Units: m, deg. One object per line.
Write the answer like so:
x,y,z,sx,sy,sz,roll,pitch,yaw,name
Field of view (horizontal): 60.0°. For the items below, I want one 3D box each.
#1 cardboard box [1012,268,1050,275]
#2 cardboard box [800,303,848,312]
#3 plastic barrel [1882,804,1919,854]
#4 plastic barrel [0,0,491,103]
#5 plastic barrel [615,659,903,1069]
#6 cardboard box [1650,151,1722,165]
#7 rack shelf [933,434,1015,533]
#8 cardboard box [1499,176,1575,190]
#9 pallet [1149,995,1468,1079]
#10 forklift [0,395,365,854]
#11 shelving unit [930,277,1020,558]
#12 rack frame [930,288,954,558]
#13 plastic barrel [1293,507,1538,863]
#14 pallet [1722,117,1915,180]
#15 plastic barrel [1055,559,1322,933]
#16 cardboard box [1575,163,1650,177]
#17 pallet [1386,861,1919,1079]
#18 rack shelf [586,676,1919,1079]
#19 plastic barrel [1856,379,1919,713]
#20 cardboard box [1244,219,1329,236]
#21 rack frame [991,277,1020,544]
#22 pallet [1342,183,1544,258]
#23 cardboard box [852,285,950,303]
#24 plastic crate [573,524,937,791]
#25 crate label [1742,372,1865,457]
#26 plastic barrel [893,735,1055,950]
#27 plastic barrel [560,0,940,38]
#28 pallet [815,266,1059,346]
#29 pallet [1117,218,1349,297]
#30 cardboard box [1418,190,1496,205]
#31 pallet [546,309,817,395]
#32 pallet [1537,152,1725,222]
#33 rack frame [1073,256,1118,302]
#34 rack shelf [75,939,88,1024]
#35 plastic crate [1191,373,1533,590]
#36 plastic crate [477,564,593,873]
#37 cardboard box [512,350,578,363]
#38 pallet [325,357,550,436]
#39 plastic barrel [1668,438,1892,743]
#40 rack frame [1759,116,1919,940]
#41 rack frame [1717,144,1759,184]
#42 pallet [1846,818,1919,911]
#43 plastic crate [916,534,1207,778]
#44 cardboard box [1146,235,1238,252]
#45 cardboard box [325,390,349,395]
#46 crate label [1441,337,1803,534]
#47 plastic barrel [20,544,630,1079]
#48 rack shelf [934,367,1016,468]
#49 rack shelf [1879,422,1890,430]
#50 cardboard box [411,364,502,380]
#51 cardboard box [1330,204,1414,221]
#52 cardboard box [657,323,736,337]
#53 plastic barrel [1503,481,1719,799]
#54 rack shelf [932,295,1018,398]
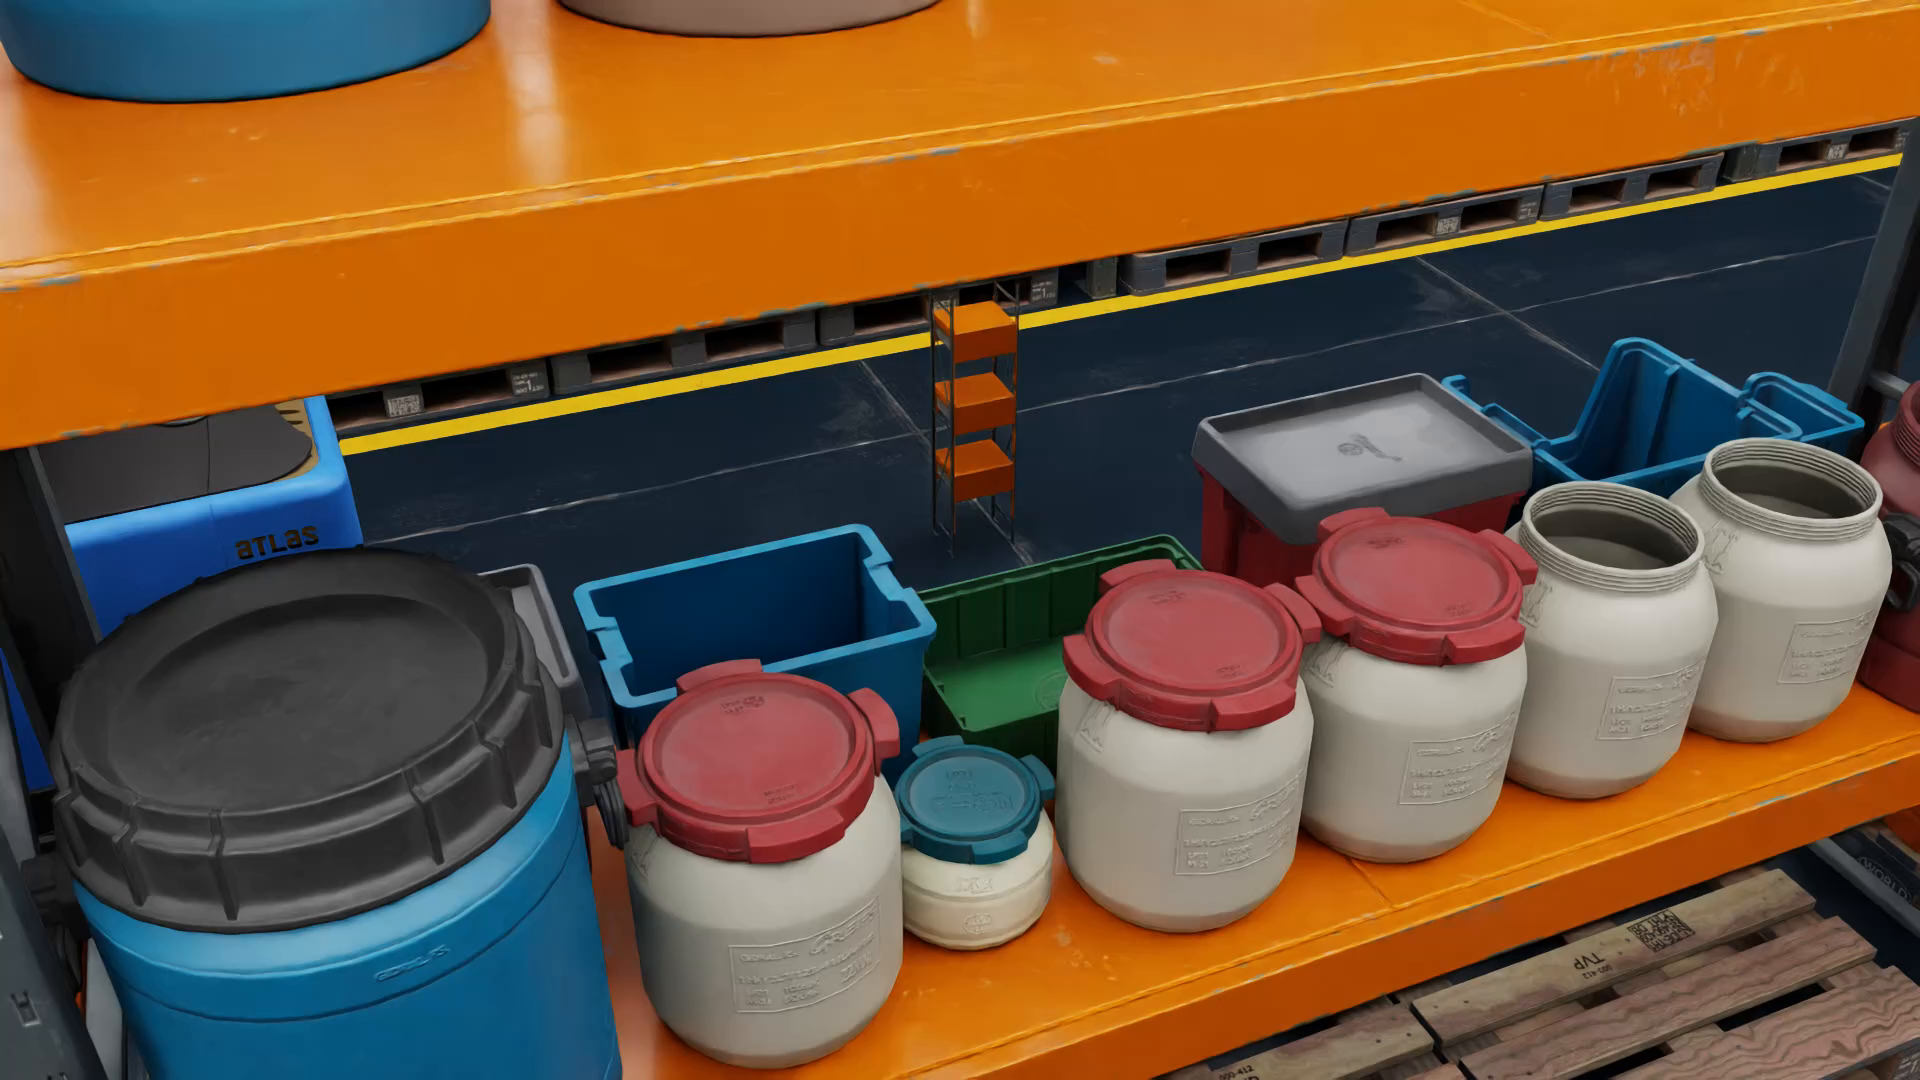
0.116,-1.460,7.880,0.500,0.250,0.500,-12,35,-18,cardboard box
-0.823,-1.245,7.549,0.500,0.250,0.500,-12,35,-18,cardboard box
2.865,0.443,4.423,0.708,0.830,0.600,-13,35,-19,plastic barrel
-0.883,-1.018,1.854,0.708,0.901,0.600,-13,35,-19,plastic barrel
-0.301,0.517,2.580,0.433,0.535,0.433,0,33,0,plastic barrel
3.850,-2.403,9.082,0.500,0.500,0.500,-13,35,-19,cardboard box
0.049,-0.210,6.138,0.240,0.259,0.215,-13,35,-19,rack shelf
2.929,-2.197,8.765,0.500,0.500,0.500,-12,35,-18,cardboard box
0.568,1.390,3.921,1.213,0.211,1.003,-13,35,-19,pallet
-3.248,-0.412,4.195,3.031,2.935,1.130,-14,36,-21,forklift
0.049,-0.451,5.981,0.252,1.050,0.215,-13,35,-19,shelving unit
-0.063,-0.426,5.941,0.008,1.050,0.200,-13,35,-19,rack frame
0.775,0.271,2.959,0.433,0.535,0.433,0,33,0,plastic barrel
4.828,-2.490,9.884,1.213,0.211,1.003,-13,35,-19,pallet
0.376,0.362,2.818,0.433,0.535,0.433,0,33,0,plastic barrel
3.391,-2.303,8.928,0.500,0.500,0.500,-13,35,-19,cardboard box
1.691,1.134,4.313,1.213,0.211,1.003,-13,35,-19,pallet
0.576,0.545,3.321,4.000,0.370,1.077,-13,35,-19,rack shelf
2.110,0.015,3.352,0.708,0.536,0.600,-13,35,-19,plastic barrel
1.517,-1.873,8.266,0.500,0.500,0.500,-14,36,-21,cardboard box
0.162,-0.477,6.021,0.008,1.050,0.200,-13,35,-19,rack frame
2.332,-1.896,8.970,1.213,0.211,1.003,-13,35,-19,pallet
-0.358,-1.349,7.710,0.500,0.250,0.500,-13,35,-19,cardboard box
-0.371,0.283,3.079,0.575,0.384,0.392,-13,35,-19,plastic crate
1.887,-0.208,3.973,0.416,0.233,0.303,-13,35,-19,crate label
0.012,0.522,2.825,0.301,0.262,0.301,0,33,0,plastic barrel
-0.280,-1.156,2.066,0.600,0.901,0.600,0,33,0,plastic barrel
-0.268,-1.347,8.127,1.213,0.211,1.003,-13,35,-19,pallet
1.209,-1.640,8.577,1.213,0.211,1.003,-13,35,-19,pallet
2.461,-2.089,8.599,0.500,0.500,0.500,-14,36,-21,cardboard box
-1.391,-1.092,7.734,1.213,0.211,1.003,-13,35,-19,pallet
3.459,-2.155,9.369,1.213,0.211,1.003,-13,35,-19,pallet
0.506,-2.670,7.604,0.127,3.000,1.000,-13,35,-19,rack frame
-3.112,1.390,2.024,4.000,0.370,1.077,-13,35,-19,rack shelf
0.812,-0.018,3.469,0.583,0.464,0.402,-13,35,-19,plastic crate
-0.940,0.383,2.852,0.583,0.464,0.402,-13,35,-19,plastic crate
-1.766,-1.028,7.215,0.500,0.250,0.500,-14,36,-20,cardboard box
-2.518,-0.832,7.335,1.213,0.211,1.003,-13,35,-19,pallet
1.555,0.099,3.245,0.421,0.512,0.421,0,33,0,plastic barrel
2.420,-0.179,3.774,0.127,3.000,1.000,-13,35,-19,rack frame
4.194,-3.515,8.902,0.127,3.000,1.000,-13,35,-19,rack frame
3.131,0.803,4.823,1.213,0.211,1.003,-13,35,-19,pallet
0.229,0.245,3.317,0.662,0.188,0.450,-13,35,-19,plastic crate
1.037,-1.759,8.092,0.500,0.500,0.500,-11,35,-17,cardboard box
-2.714,-0.810,6.880,0.500,0.250,0.500,-14,35,-20,cardboard box
1.400,-0.120,3.651,0.616,0.435,0.502,-13,35,-19,crate label
-0.794,0.526,2.231,0.708,0.901,0.600,-13,35,-19,plastic barrel
0.049,-0.442,5.987,0.240,0.259,0.215,-13,35,-19,rack shelf
4.264,-0.299,4.619,4.000,0.370,1.077,-13,35,-19,rack shelf
-2.242,-0.917,7.045,0.500,0.250,0.500,-12,35,-18,cardboard box
1.982,-1.976,8.425,0.500,0.500,0.500,-13,35,-20,cardboard box
-1.296,-1.135,7.380,0.500,0.250,0.500,-12,35,-18,cardboard box
1.166,0.188,3.108,0.421,0.512,0.421,0,33,0,plastic barrel
0.049,-0.680,5.832,0.240,0.259,0.215,-13,35,-19,rack shelf
